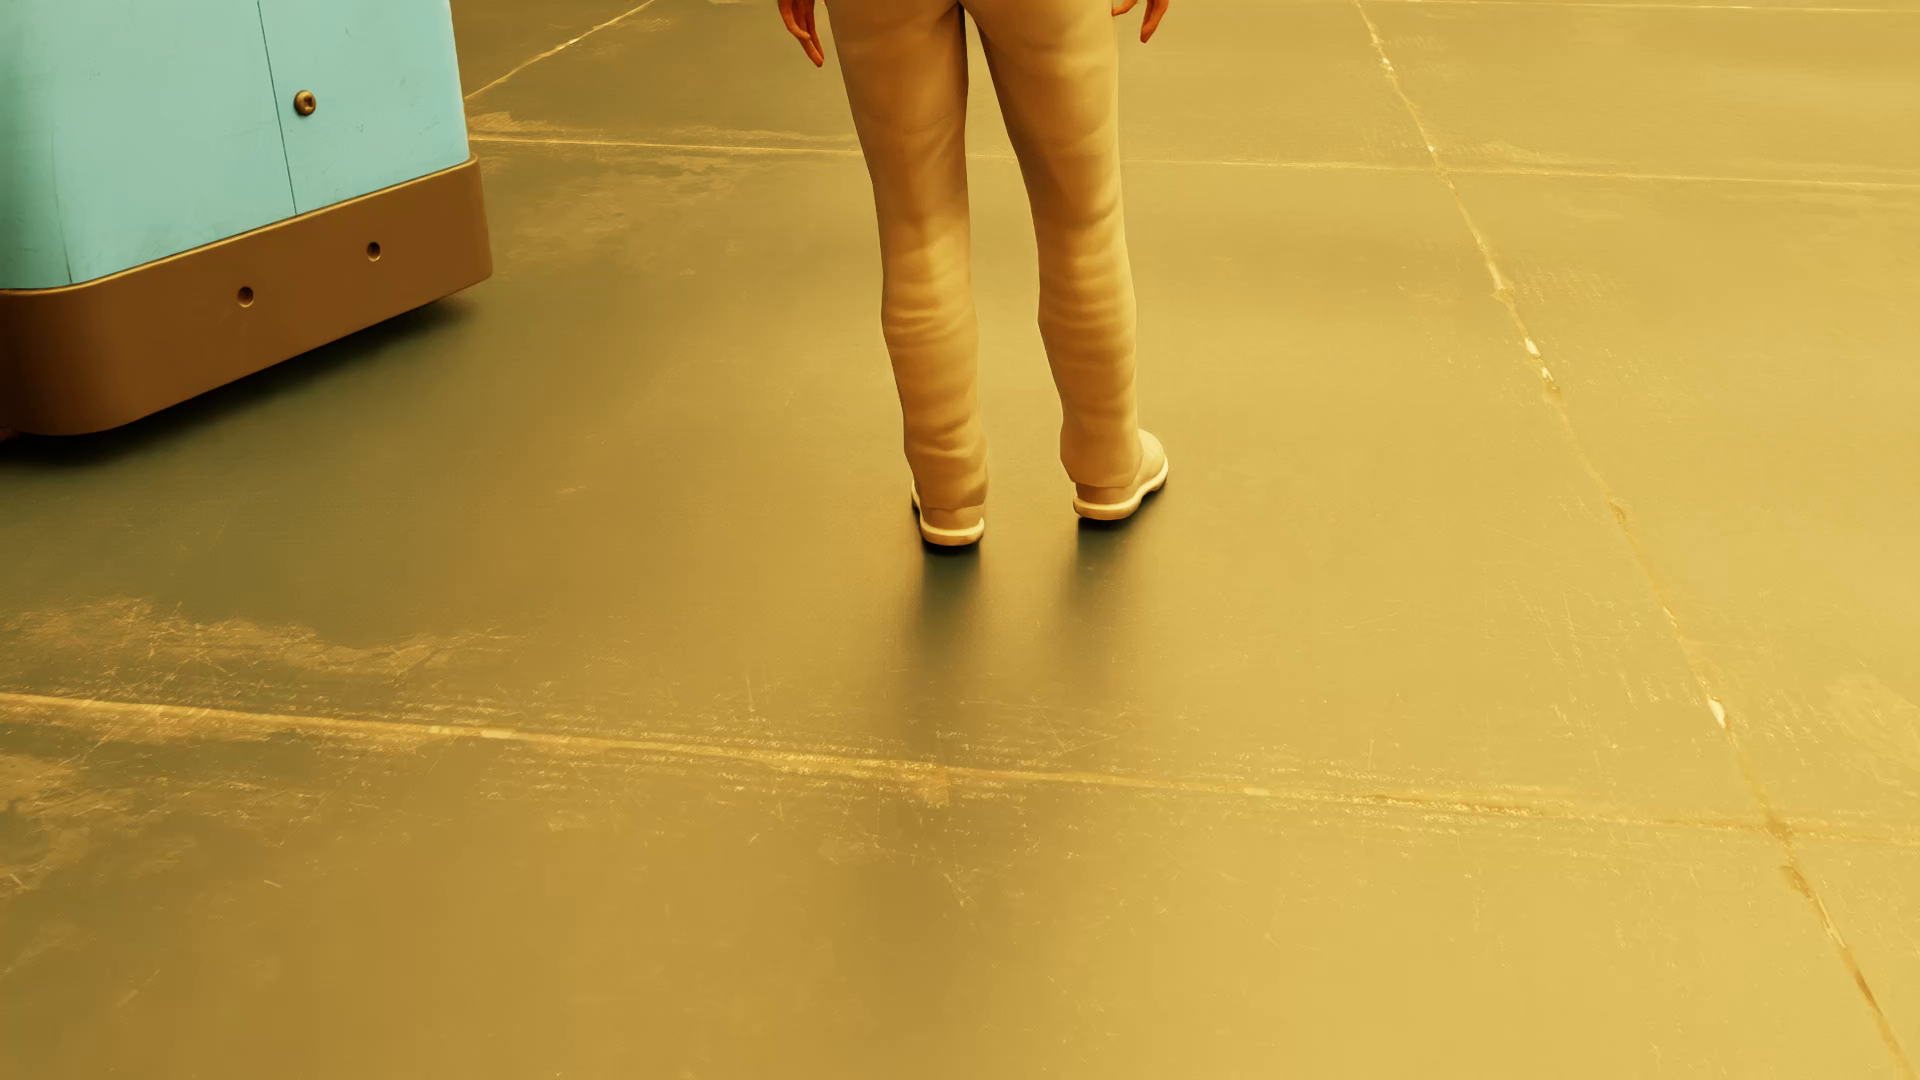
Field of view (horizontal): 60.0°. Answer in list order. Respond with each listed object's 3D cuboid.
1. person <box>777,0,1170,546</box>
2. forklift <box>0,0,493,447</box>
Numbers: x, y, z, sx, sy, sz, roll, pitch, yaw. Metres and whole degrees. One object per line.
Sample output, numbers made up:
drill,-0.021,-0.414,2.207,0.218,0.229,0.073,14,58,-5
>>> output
person,0.029,-0.797,2.182,0.570,1.694,0.530,3,27,7
forklift,-2.518,-1.911,3.047,3.031,2.935,1.130,13,29,24
